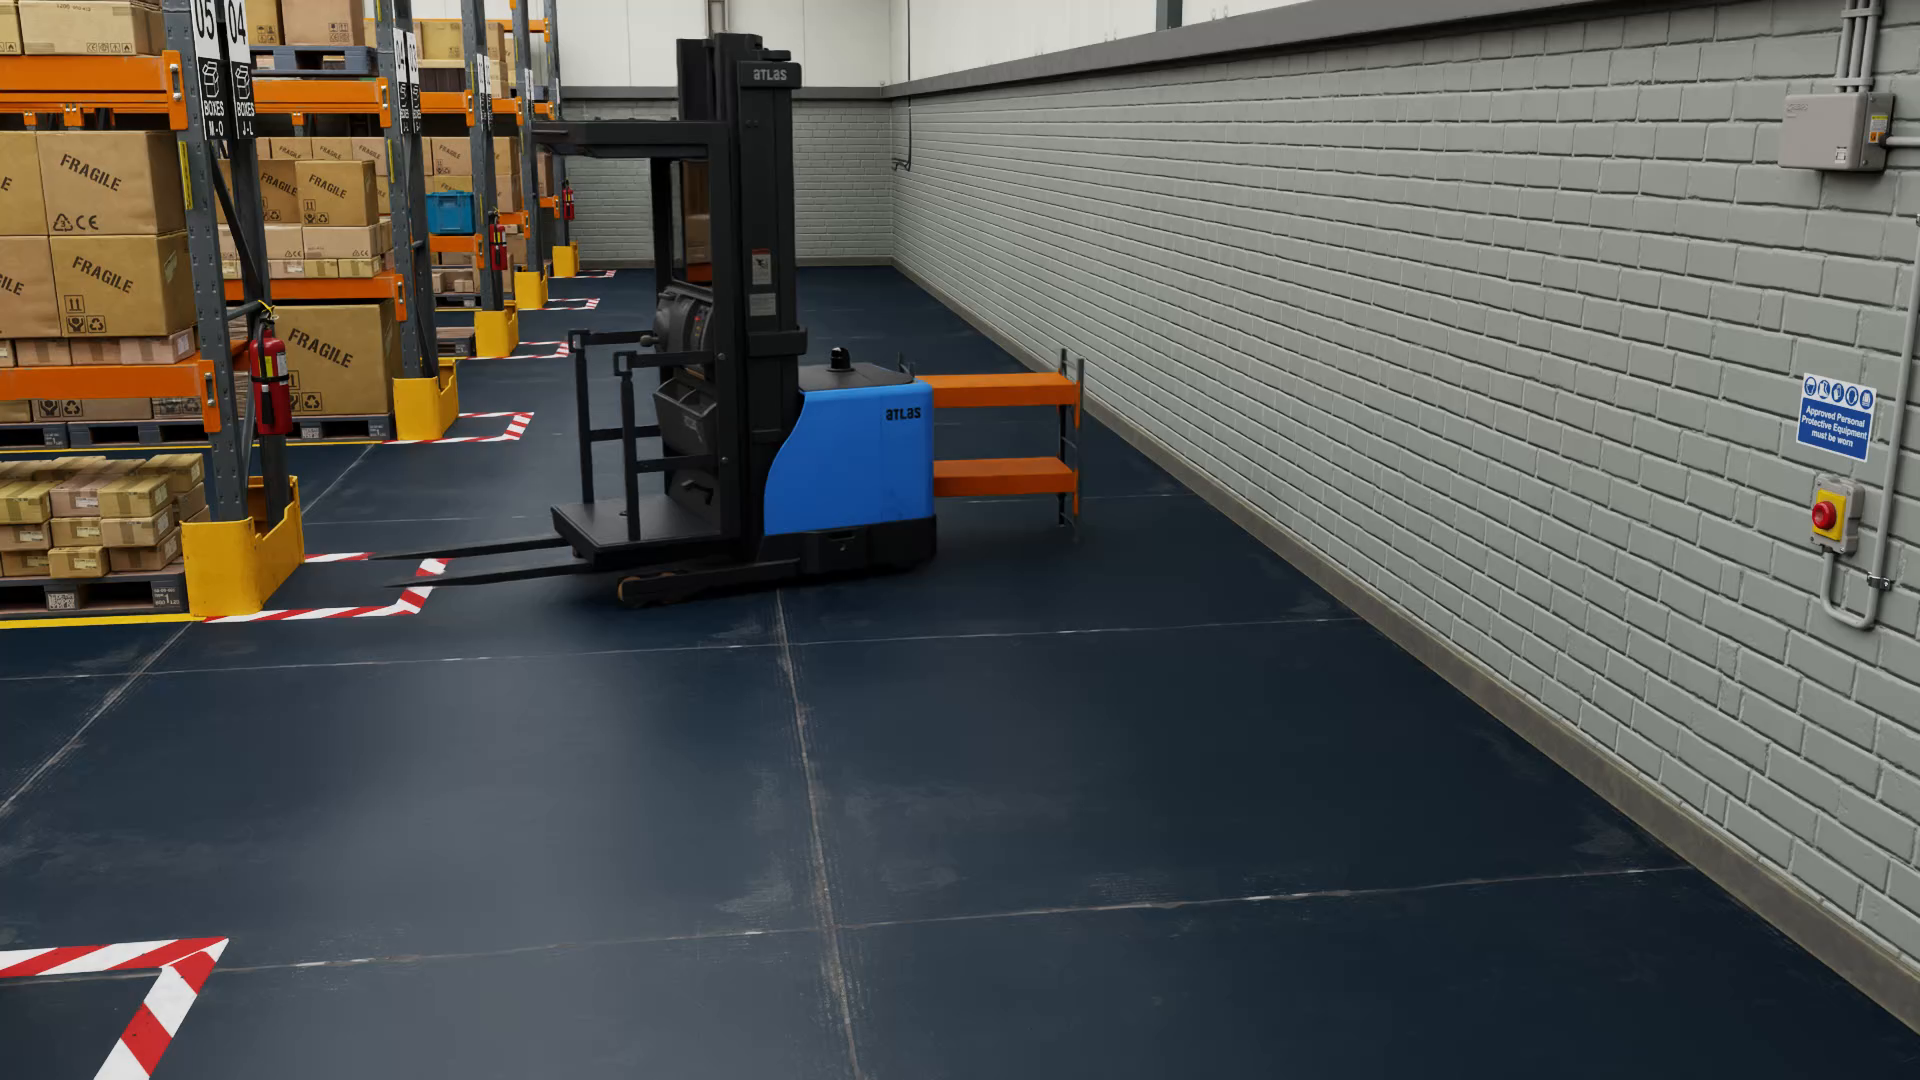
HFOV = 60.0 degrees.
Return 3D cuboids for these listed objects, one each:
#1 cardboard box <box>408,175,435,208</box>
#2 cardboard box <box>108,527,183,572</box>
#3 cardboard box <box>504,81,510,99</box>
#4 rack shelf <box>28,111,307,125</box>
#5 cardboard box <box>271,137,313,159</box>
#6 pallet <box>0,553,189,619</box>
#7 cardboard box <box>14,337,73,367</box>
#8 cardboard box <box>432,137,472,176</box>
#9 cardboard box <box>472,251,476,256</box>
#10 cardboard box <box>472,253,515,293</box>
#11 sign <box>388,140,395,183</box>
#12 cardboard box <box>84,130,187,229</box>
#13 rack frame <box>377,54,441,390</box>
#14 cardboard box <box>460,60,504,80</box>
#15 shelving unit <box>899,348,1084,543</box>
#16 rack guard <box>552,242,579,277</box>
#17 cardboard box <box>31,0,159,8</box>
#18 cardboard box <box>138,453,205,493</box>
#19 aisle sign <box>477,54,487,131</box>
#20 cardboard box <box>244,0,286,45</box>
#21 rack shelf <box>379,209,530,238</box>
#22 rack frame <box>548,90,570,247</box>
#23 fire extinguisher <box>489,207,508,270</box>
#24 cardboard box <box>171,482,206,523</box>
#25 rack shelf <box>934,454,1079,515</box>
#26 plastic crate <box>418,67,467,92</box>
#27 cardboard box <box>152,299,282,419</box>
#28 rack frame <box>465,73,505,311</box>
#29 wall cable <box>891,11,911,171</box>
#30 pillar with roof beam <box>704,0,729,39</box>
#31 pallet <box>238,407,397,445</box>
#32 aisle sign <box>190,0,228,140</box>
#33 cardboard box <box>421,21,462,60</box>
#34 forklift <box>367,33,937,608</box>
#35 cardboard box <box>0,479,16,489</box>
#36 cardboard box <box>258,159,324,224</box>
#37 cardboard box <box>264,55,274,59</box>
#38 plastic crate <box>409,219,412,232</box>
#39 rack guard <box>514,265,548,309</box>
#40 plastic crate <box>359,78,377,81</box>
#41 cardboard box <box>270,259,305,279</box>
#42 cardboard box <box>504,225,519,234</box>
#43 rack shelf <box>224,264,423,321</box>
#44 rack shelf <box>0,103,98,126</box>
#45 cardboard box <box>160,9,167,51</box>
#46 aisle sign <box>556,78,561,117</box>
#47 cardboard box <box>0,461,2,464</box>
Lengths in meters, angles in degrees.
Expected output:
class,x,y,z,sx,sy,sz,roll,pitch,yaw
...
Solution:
class,x,y,z,sx,sy,sz,roll,pitch,yaw
cardboard box,-7.367,-4.712,22.637,0.500,0.500,0.500,-2,14,-8
cardboard box,-4.337,0.047,8.866,0.250,0.149,0.380,-2,14,-7
cardboard box,-6.504,-6.206,22.943,0.500,0.250,0.500,-2,14,-8
rack shelf,-12.633,-6.861,26.727,4.000,0.370,1.077,-2,14,-8
cardboard box,-8.896,-5.138,22.282,0.500,0.500,0.500,-3,14,-10
pallet,-4.731,0.175,9.091,1.213,0.211,1.003,-2,14,-8
cardboard box,-4.625,-0.987,8.508,0.250,0.149,0.380,-2,14,-9
cardboard box,-6.857,-5.214,22.585,0.500,0.500,0.500,-2,14,-7
cardboard box,-7.872,-4.896,27.855,0.500,0.500,0.700,-2,14,-8
cardboard box,-6.459,-3.703,23.056,0.500,0.500,0.500,-2,14,-8
sign,-4.419,-2.944,12.926,0.005,0.325,0.100,-2,14,-8
cardboard box,-4.331,-1.927,8.866,0.500,0.500,0.500,-2,14,-9
rack frame,-4.486,-2.398,13.618,0.127,3.000,1.000,-2,14,-8
cardboard box,-6.428,-6.326,22.394,0.500,0.250,0.500,-2,14,-8
shelving unit,0.181,-0.569,10.177,1.048,1.125,0.538,-2,14,-9
rack guard,-6.676,-4.761,28.179,0.348,0.500,1.175,-2,14,-8
cardboard box,-4.265,-2.748,8.128,0.500,0.250,0.500,-3,14,-10
cardboard box,-4.416,-0.374,9.320,0.250,0.149,0.380,-3,14,-11
aisle sign,-5.109,-4.783,17.782,0.004,0.787,0.394,-2,14,-8
cardboard box,-5.567,-4.131,13.086,0.500,0.500,0.700,-3,14,-10
rack shelf,-7.936,-4.360,22.919,4.000,0.370,1.077,-2,14,-8
rack frame,-6.700,-5.973,27.871,0.127,3.000,1.000,-2,14,-8
fire extinguisher,-5.007,-3.267,18.009,0.183,0.674,0.296,-2,14,-8
cardboard box,-4.403,-0.209,9.276,0.250,0.149,0.380,-1,14,-6
rack shelf,0.181,-0.331,10.236,1.000,0.278,0.538,-2,14,-9
plastic crate,-5.646,-5.034,18.231,0.590,0.269,0.497,-2,14,-8
cardboard box,-6.007,-1.496,13.525,0.875,0.875,0.875,-2,14,-8
rack frame,-5.224,-3.590,18.369,0.127,3.000,1.000,-2,14,-8
wall cable,-1.054,-7.495,27.993,0.112,2.526,3.097,-2,14,-8
pillar with roof beam,-3.517,-8.153,24.232,0.400,9.000,9.100,-2,14,-8
pallet,-5.265,-0.998,13.767,1.213,0.211,1.003,-2,14,-8
aisle sign,-3.730,-2.393,8.253,0.004,0.787,0.394,-2,14,-8
cardboard box,-6.971,-6.749,22.541,0.500,0.500,0.700,-2,14,-8
forklift,-1.690,-1.208,9.012,3.031,2.935,1.130,-7,16,-25
cardboard box,-5.093,-0.201,8.633,0.250,0.149,0.380,-3,14,-11
cardboard box,-5.495,-2.863,13.626,0.500,0.500,0.500,-2,14,-10
cardboard box,-8.923,-6.636,22.087,0.500,0.500,0.700,-2,14,-8
plastic crate,-6.003,-3.418,18.102,0.243,0.136,0.396,-2,14,-8
rack guard,-6.033,-3.566,23.413,0.348,0.500,1.175,-2,14,-8
plastic crate,-6.157,-4.837,17.613,0.336,0.188,0.450,-2,14,-8
cardboard box,-5.296,-2.166,13.207,0.250,0.149,0.380,-2,14,-8
cardboard box,-7.477,-5.181,27.655,0.250,0.149,0.380,-2,14,-9
rack shelf,-6.464,-1.977,13.417,4.000,0.370,1.077,-2,14,-8
rack shelf,-11.157,-4.478,17.224,4.000,0.370,1.077,-2,14,-8
cardboard box,-4.329,-2.629,8.680,0.500,0.250,0.500,-2,14,-6
aisle sign,-6.584,-7.164,27.277,0.004,0.787,0.394,-2,14,-8
cardboard box,-5.447,-0.320,9.105,0.250,0.149,0.380,-2,14,-6
